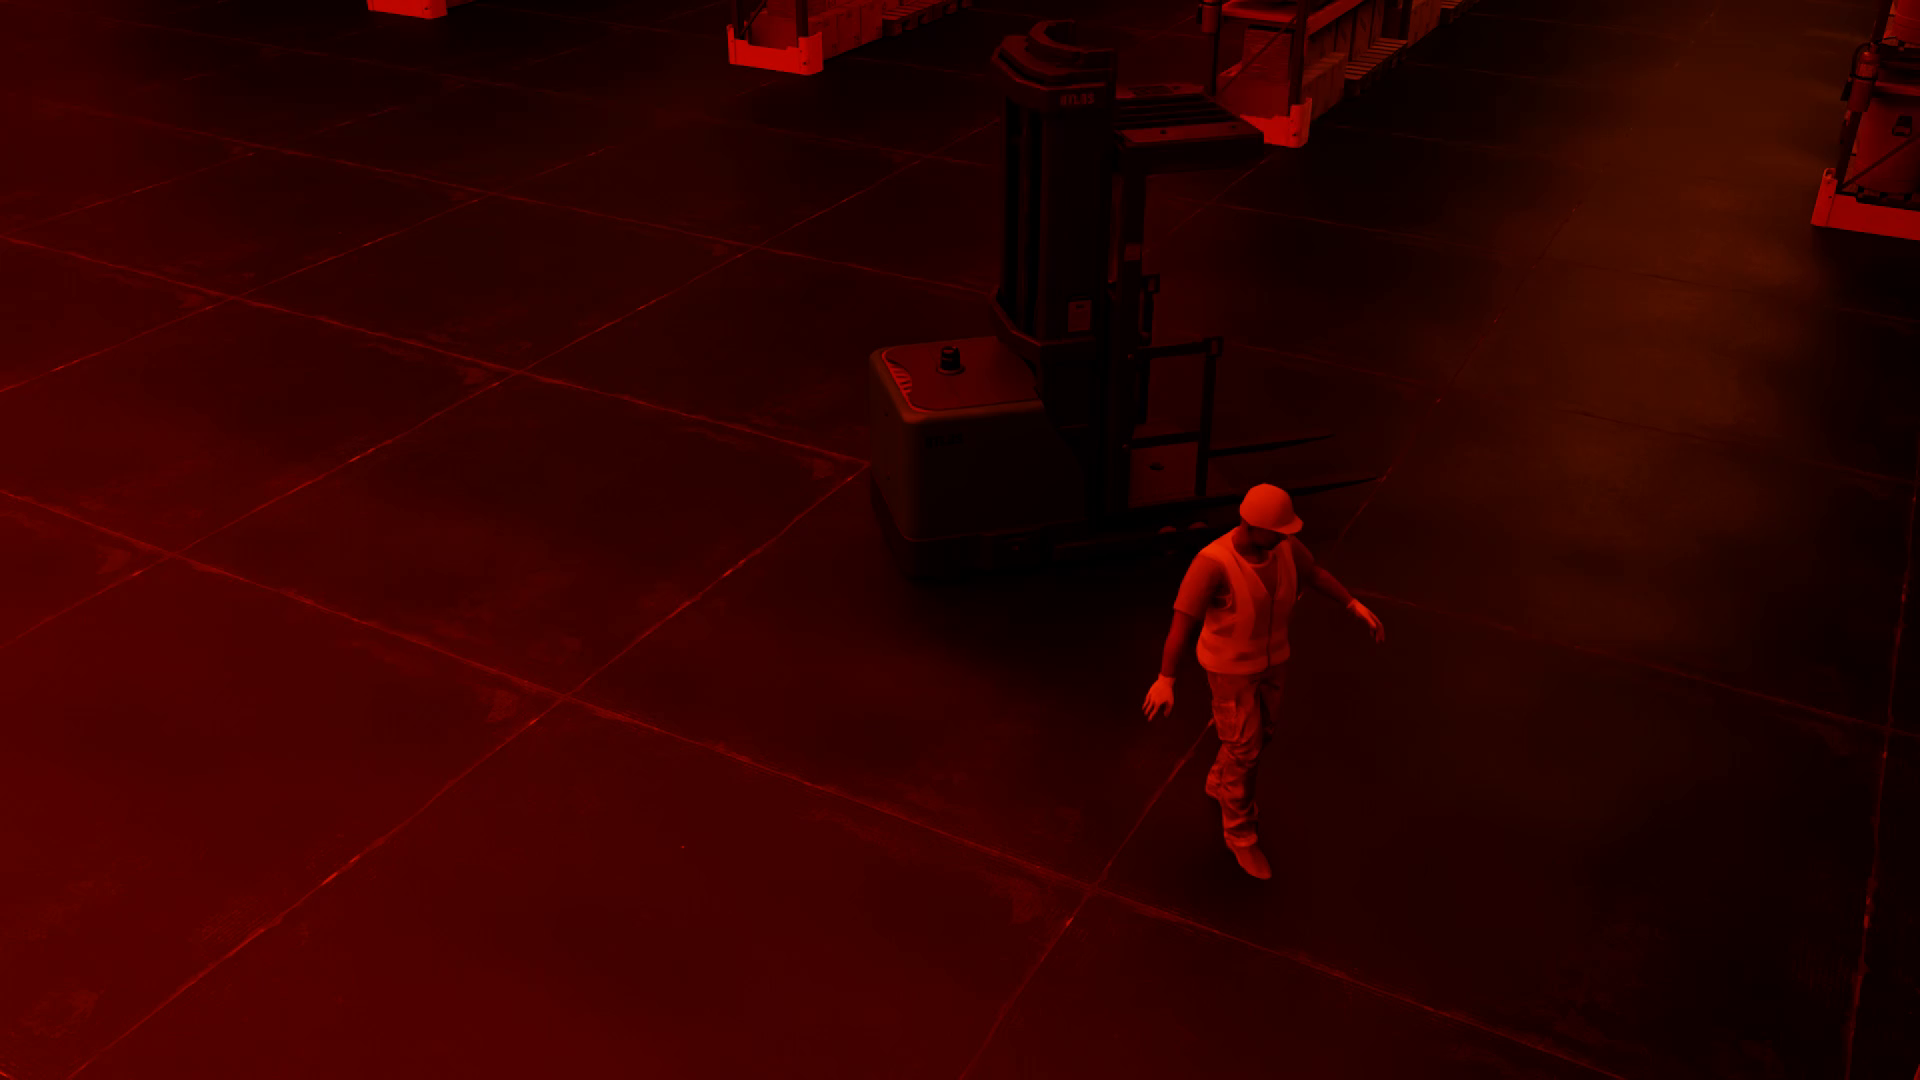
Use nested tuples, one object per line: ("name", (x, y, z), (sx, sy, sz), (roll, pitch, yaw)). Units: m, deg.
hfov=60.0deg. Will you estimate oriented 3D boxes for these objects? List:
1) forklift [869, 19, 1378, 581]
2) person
("forklift", (1.023, -1.431, 9.550), (3.031, 2.935, 1.130), (-8, 31, -13))
("person", (1.298, 0.599, 7.251), (1.043, 1.794, 0.647), (-19, 35, -30))
